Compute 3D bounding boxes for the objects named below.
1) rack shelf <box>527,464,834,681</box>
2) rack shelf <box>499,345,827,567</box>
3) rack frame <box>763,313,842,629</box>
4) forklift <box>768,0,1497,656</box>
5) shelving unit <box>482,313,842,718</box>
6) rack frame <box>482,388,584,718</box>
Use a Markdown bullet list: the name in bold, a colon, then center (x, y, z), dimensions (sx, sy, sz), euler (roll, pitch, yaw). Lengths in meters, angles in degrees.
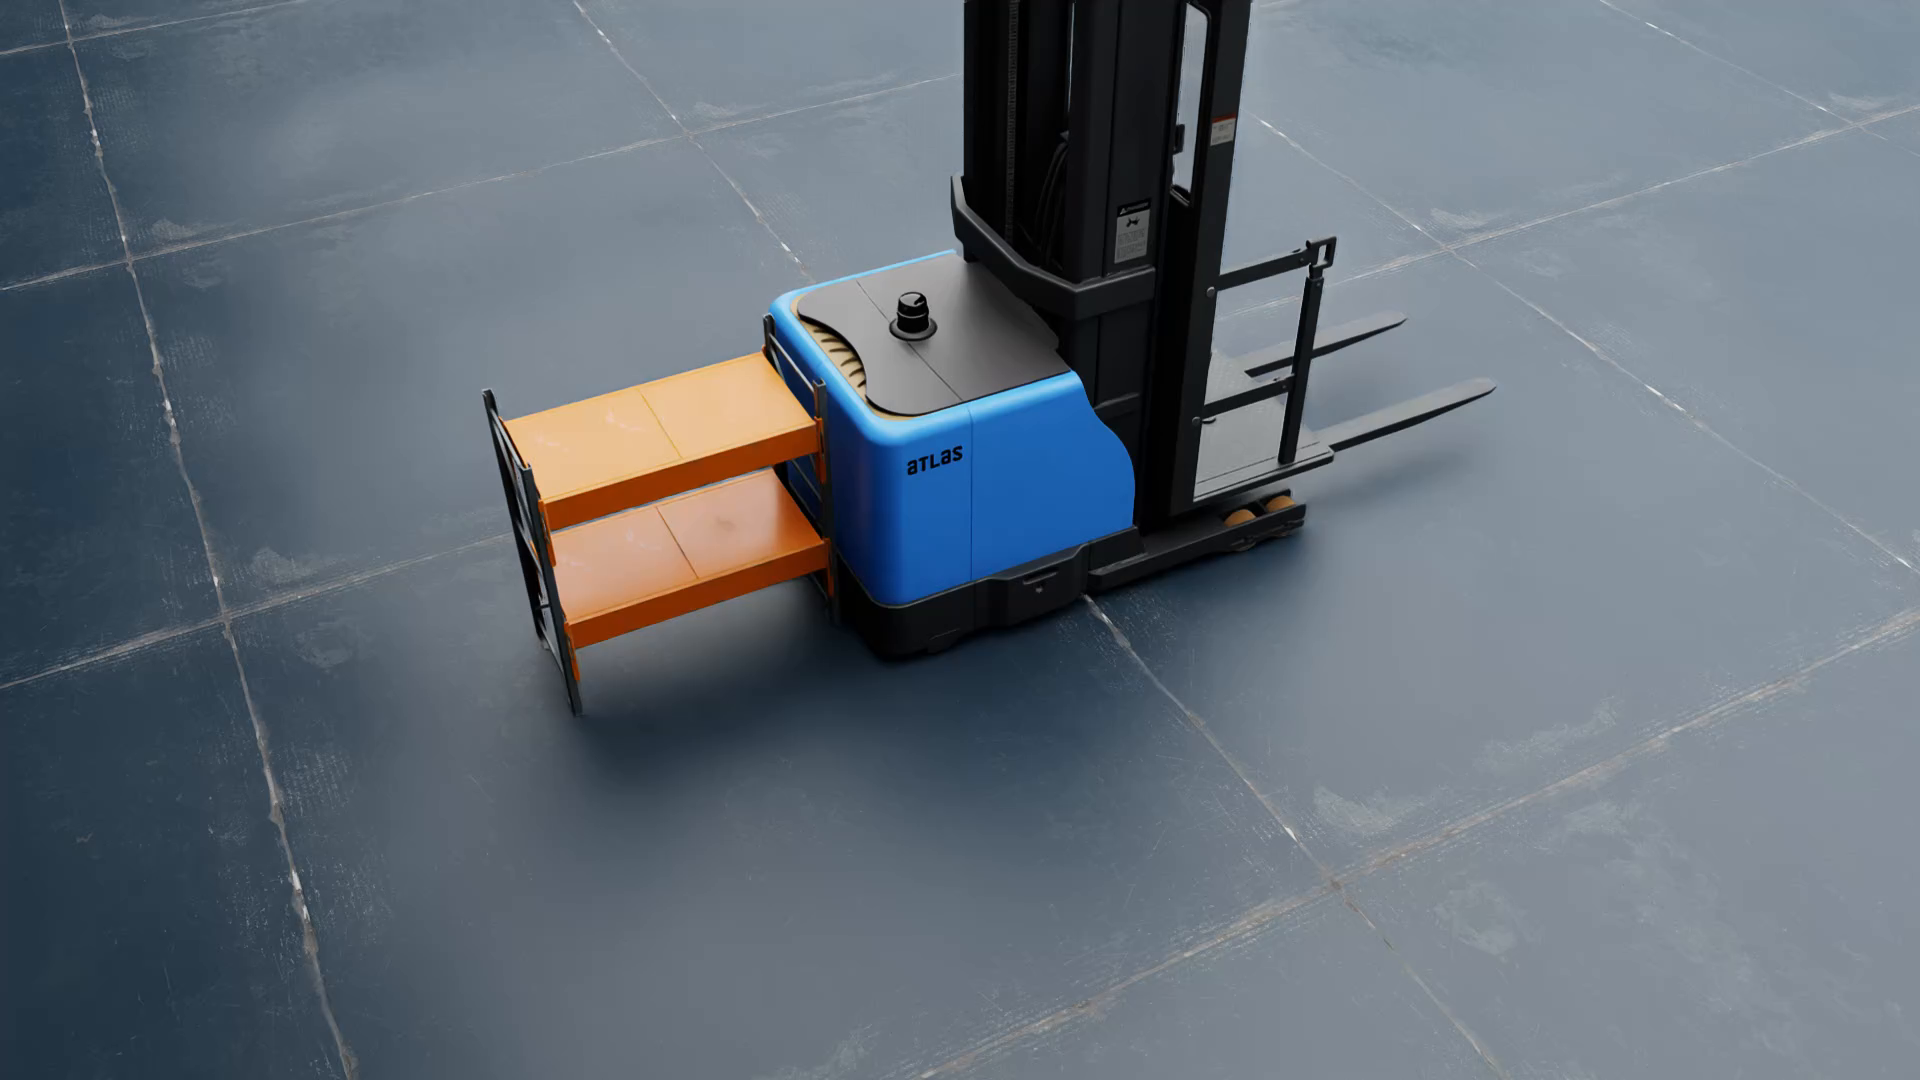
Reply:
- **rack shelf**: center (-1.033, 0.099, 6.141), dimensions (1.000, 0.278, 0.538), euler (-18, 44, -20)
- **rack shelf**: center (-1.033, -0.311, 5.794), dimensions (1.000, 0.278, 0.538), euler (-18, 44, -20)
- **rack frame**: center (-0.581, -0.237, 6.160), dimensions (0.032, 1.125, 0.500), euler (-18, 44, -20)
- **forklift**: center (0.826, -1.360, 6.088), dimensions (3.031, 2.935, 1.130), euler (-18, 44, -20)
- **shelving unit**: center (-1.033, -0.087, 5.983), dimensions (1.048, 1.125, 0.538), euler (-18, 44, -20)
- **rack frame**: center (-1.486, 0.062, 5.806), dimensions (0.032, 1.125, 0.500), euler (-18, 44, -20)
